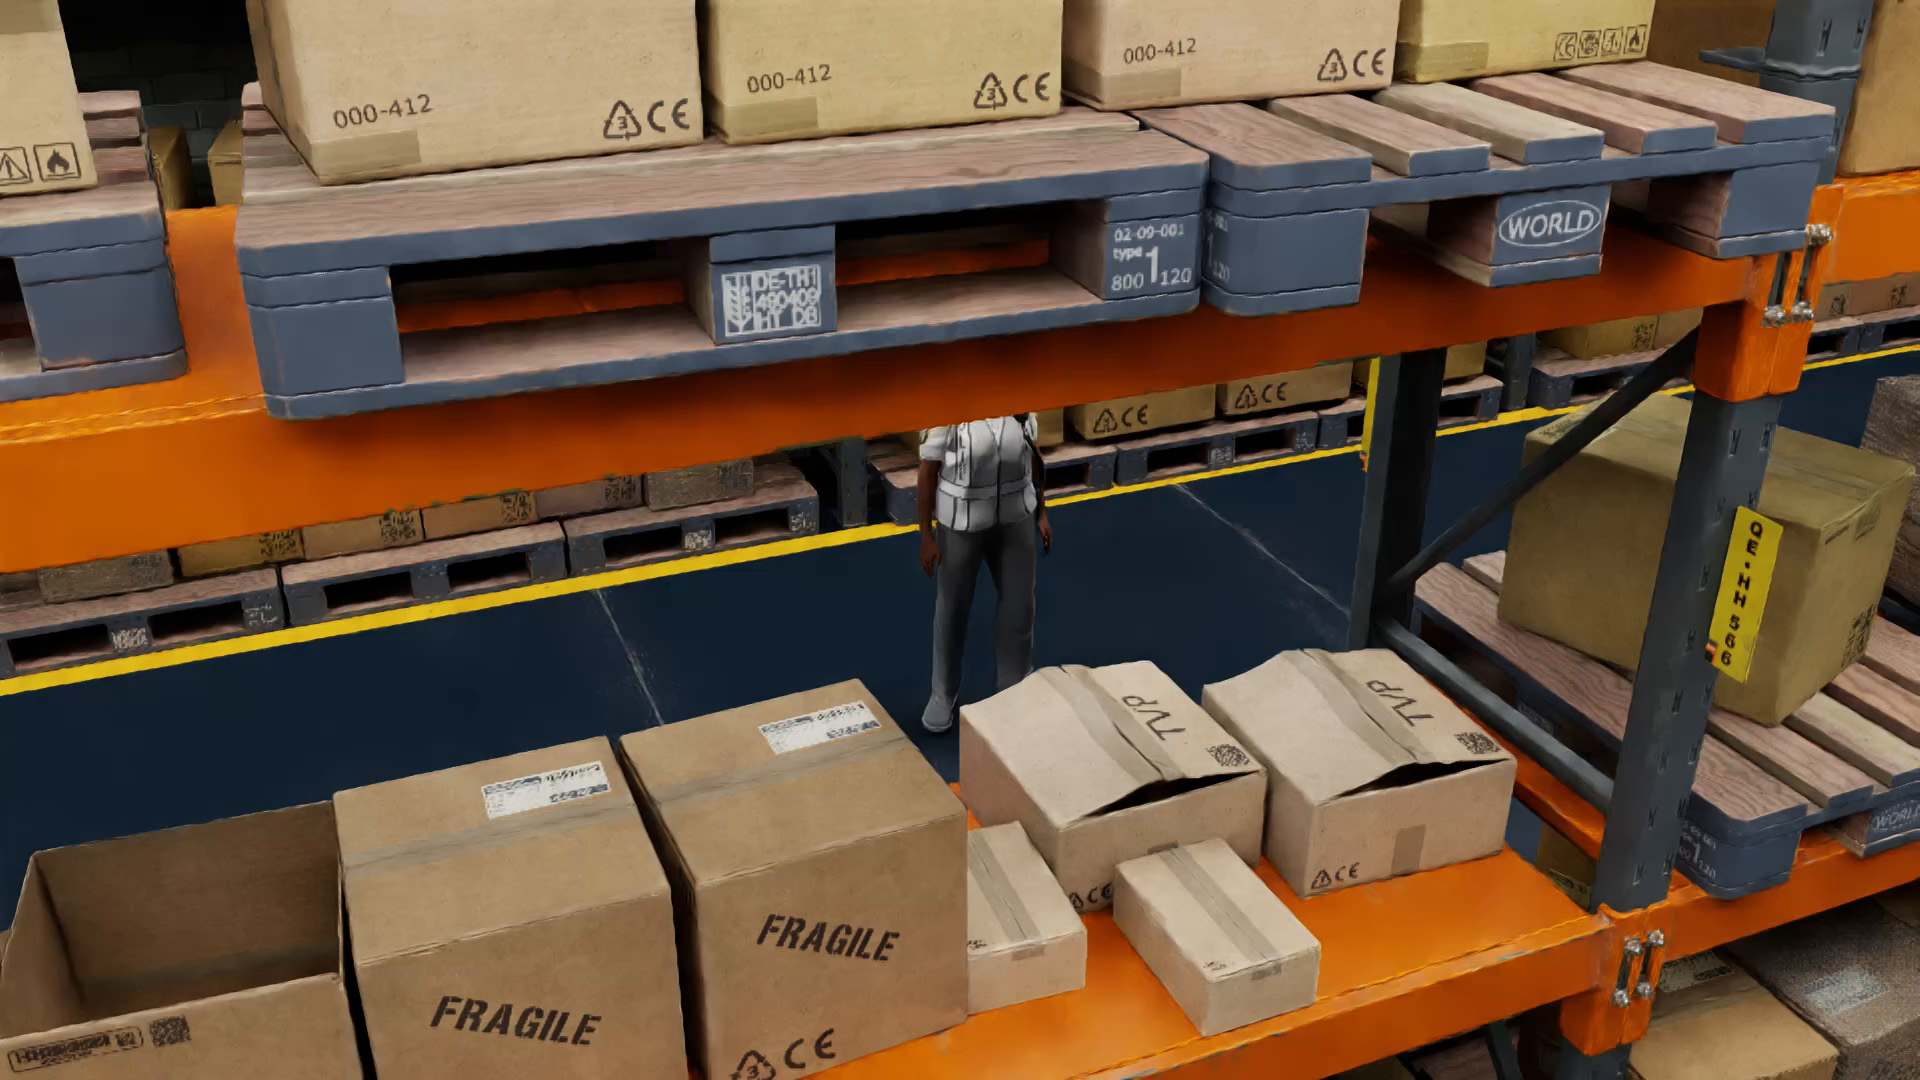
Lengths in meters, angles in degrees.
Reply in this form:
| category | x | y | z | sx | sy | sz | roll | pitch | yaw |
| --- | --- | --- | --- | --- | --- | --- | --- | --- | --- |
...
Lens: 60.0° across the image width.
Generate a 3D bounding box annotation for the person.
| category | x | y | z | sx | sy | sz | roll | pitch | yaw |
| --- | --- | --- | --- | --- | --- | --- | --- | --- | --- |
| person | 0.101 | -0.054 | 6.162 | 0.527 | 1.681 | 0.440 | -9 | 28 | -18 |
